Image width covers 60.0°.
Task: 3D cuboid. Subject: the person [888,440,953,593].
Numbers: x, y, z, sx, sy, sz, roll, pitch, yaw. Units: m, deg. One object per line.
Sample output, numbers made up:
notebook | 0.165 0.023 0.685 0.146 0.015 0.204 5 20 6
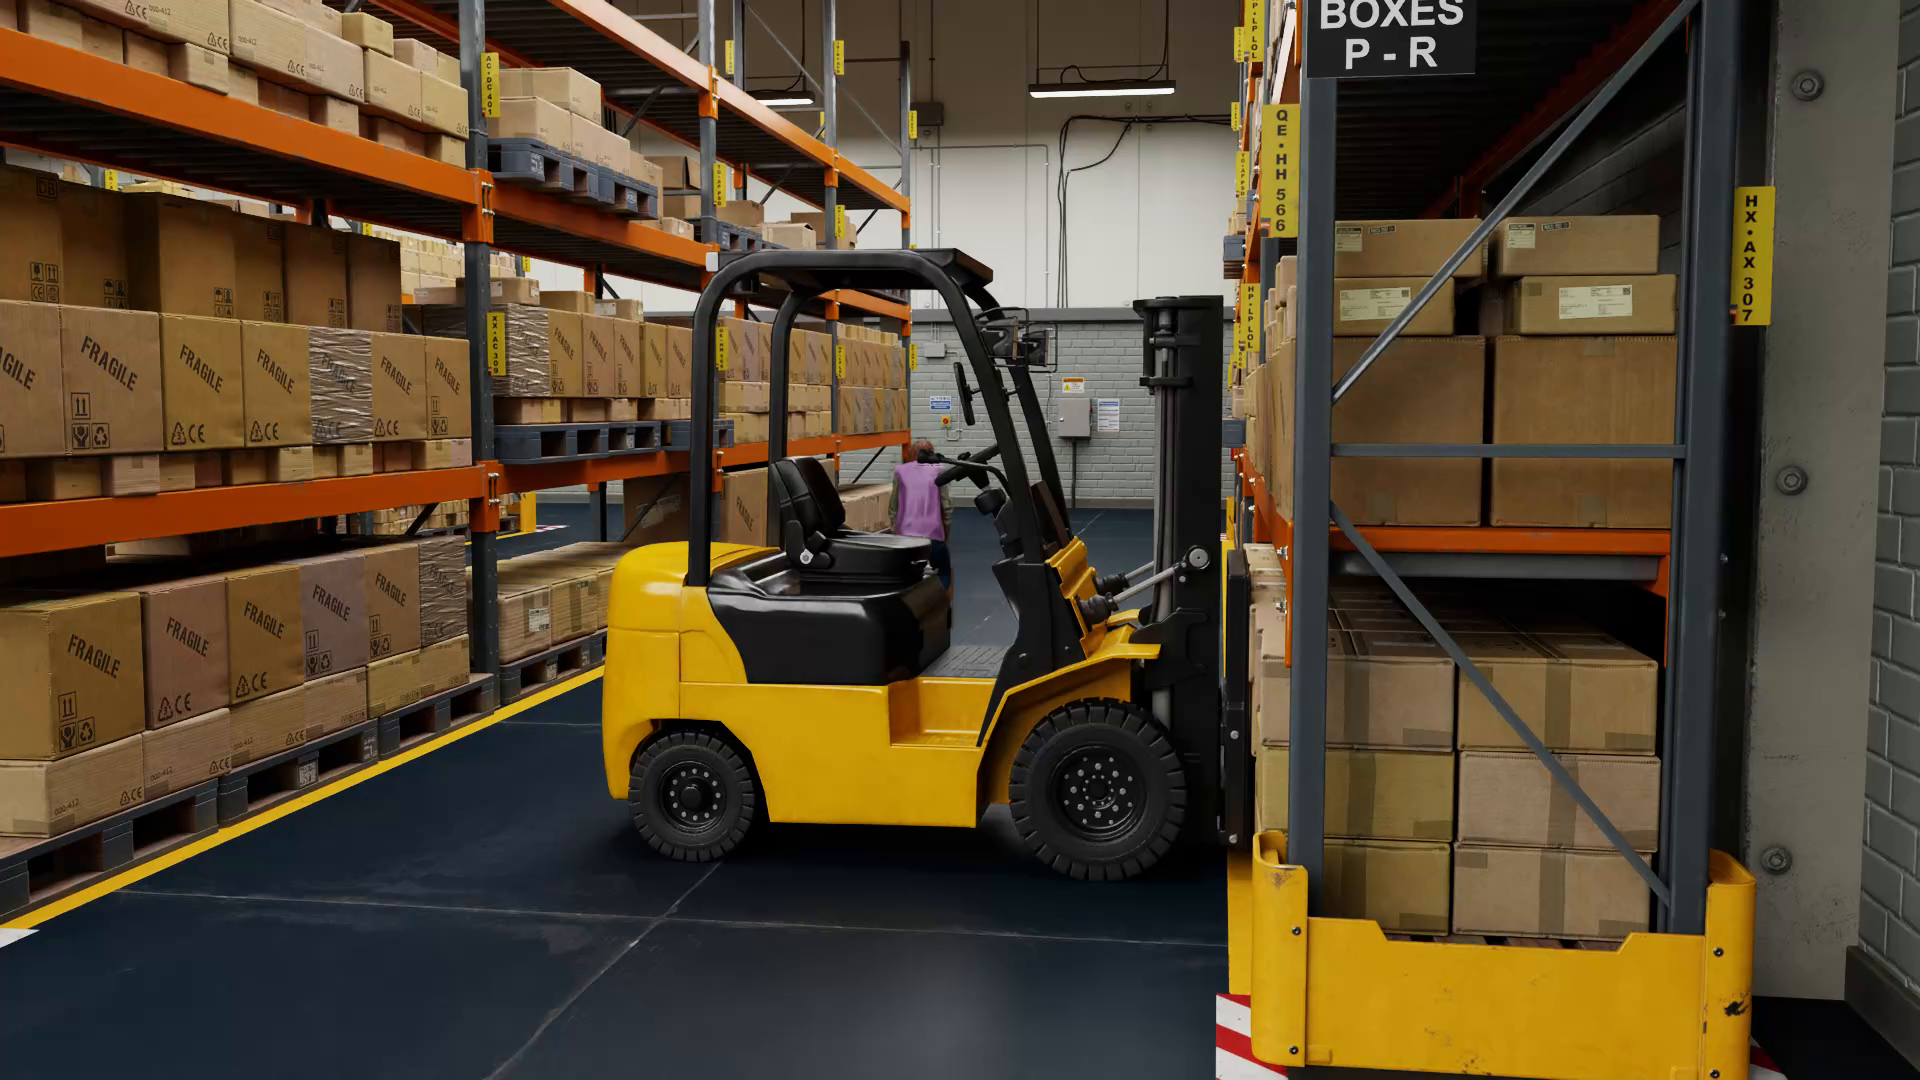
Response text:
person | -0.292 -0.004 11.587 0.460 1.376 0.601 1 5 9
